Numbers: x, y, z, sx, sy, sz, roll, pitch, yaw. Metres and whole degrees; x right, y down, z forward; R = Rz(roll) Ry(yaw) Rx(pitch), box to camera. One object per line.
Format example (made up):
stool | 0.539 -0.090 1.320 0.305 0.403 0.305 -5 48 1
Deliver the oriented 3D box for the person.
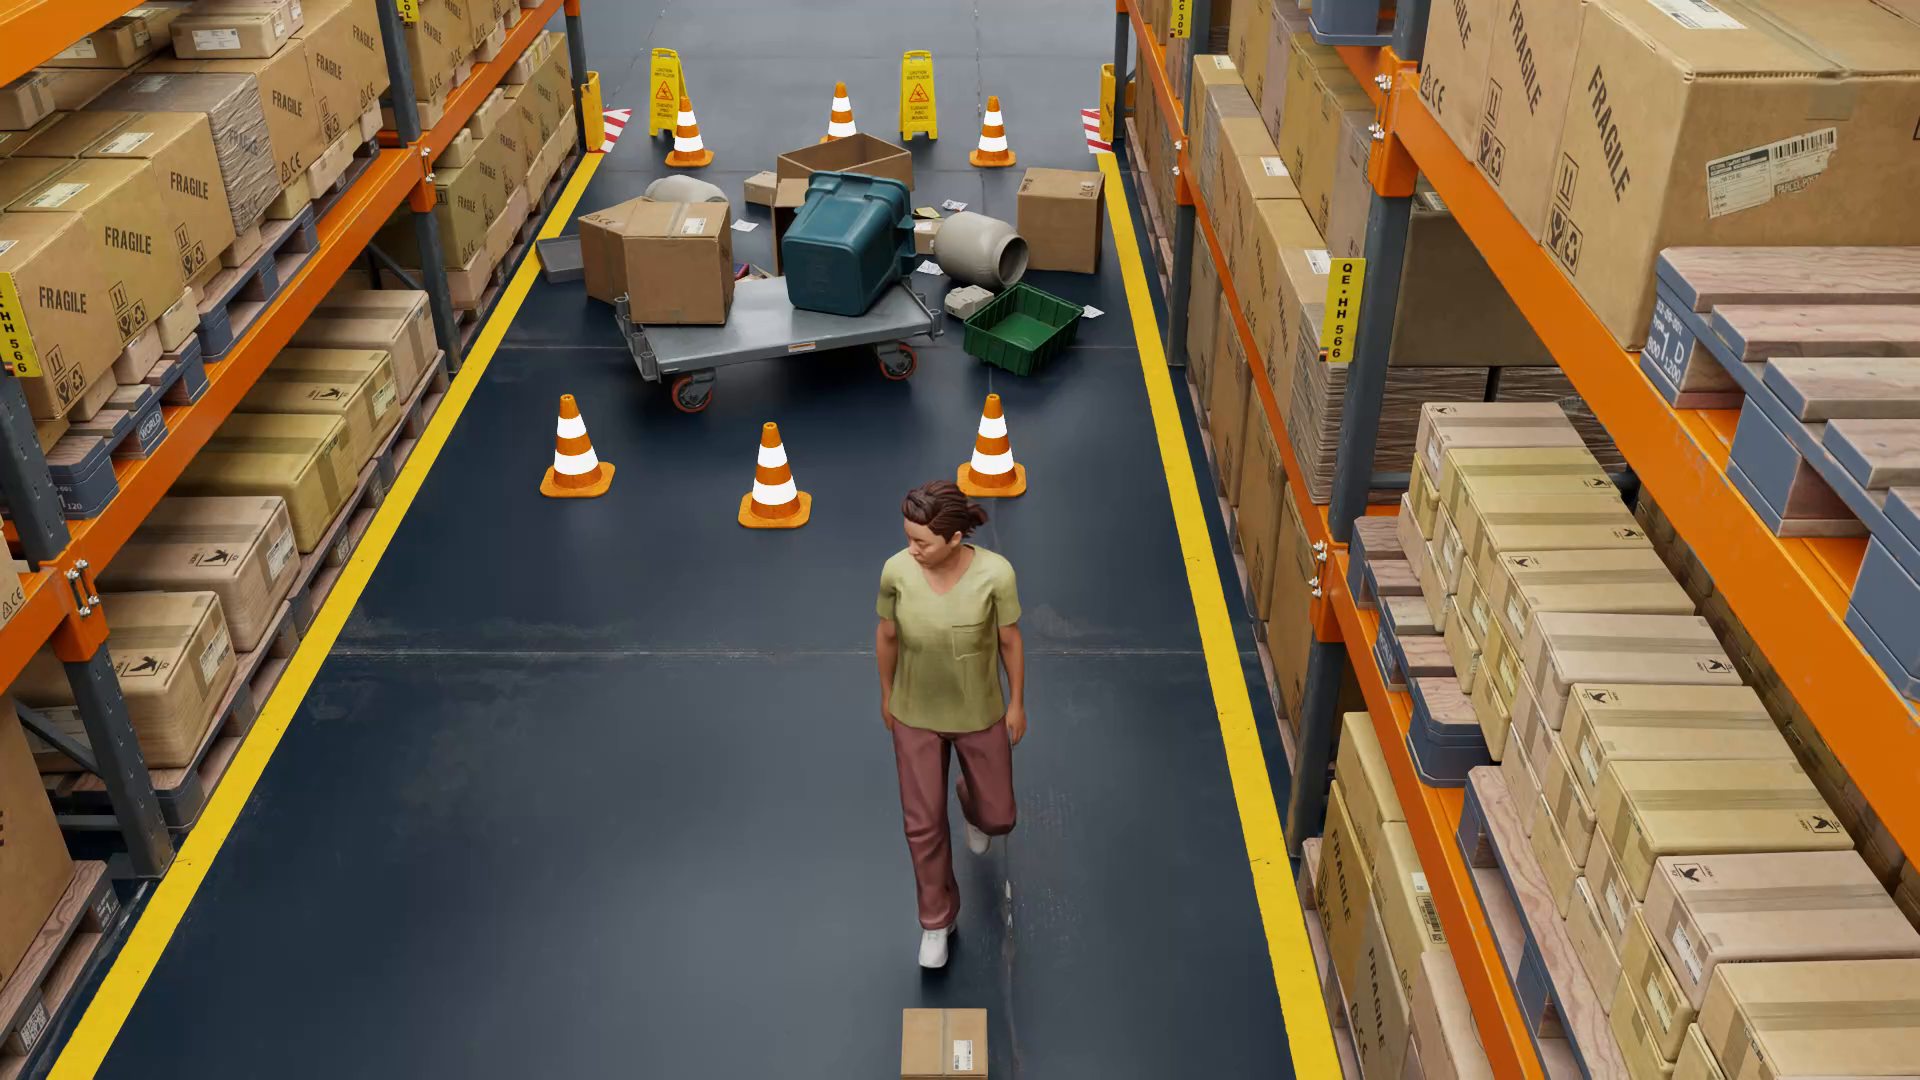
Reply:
person | -0.028 0.641 5.315 0.478 1.411 0.723 2 32 3
